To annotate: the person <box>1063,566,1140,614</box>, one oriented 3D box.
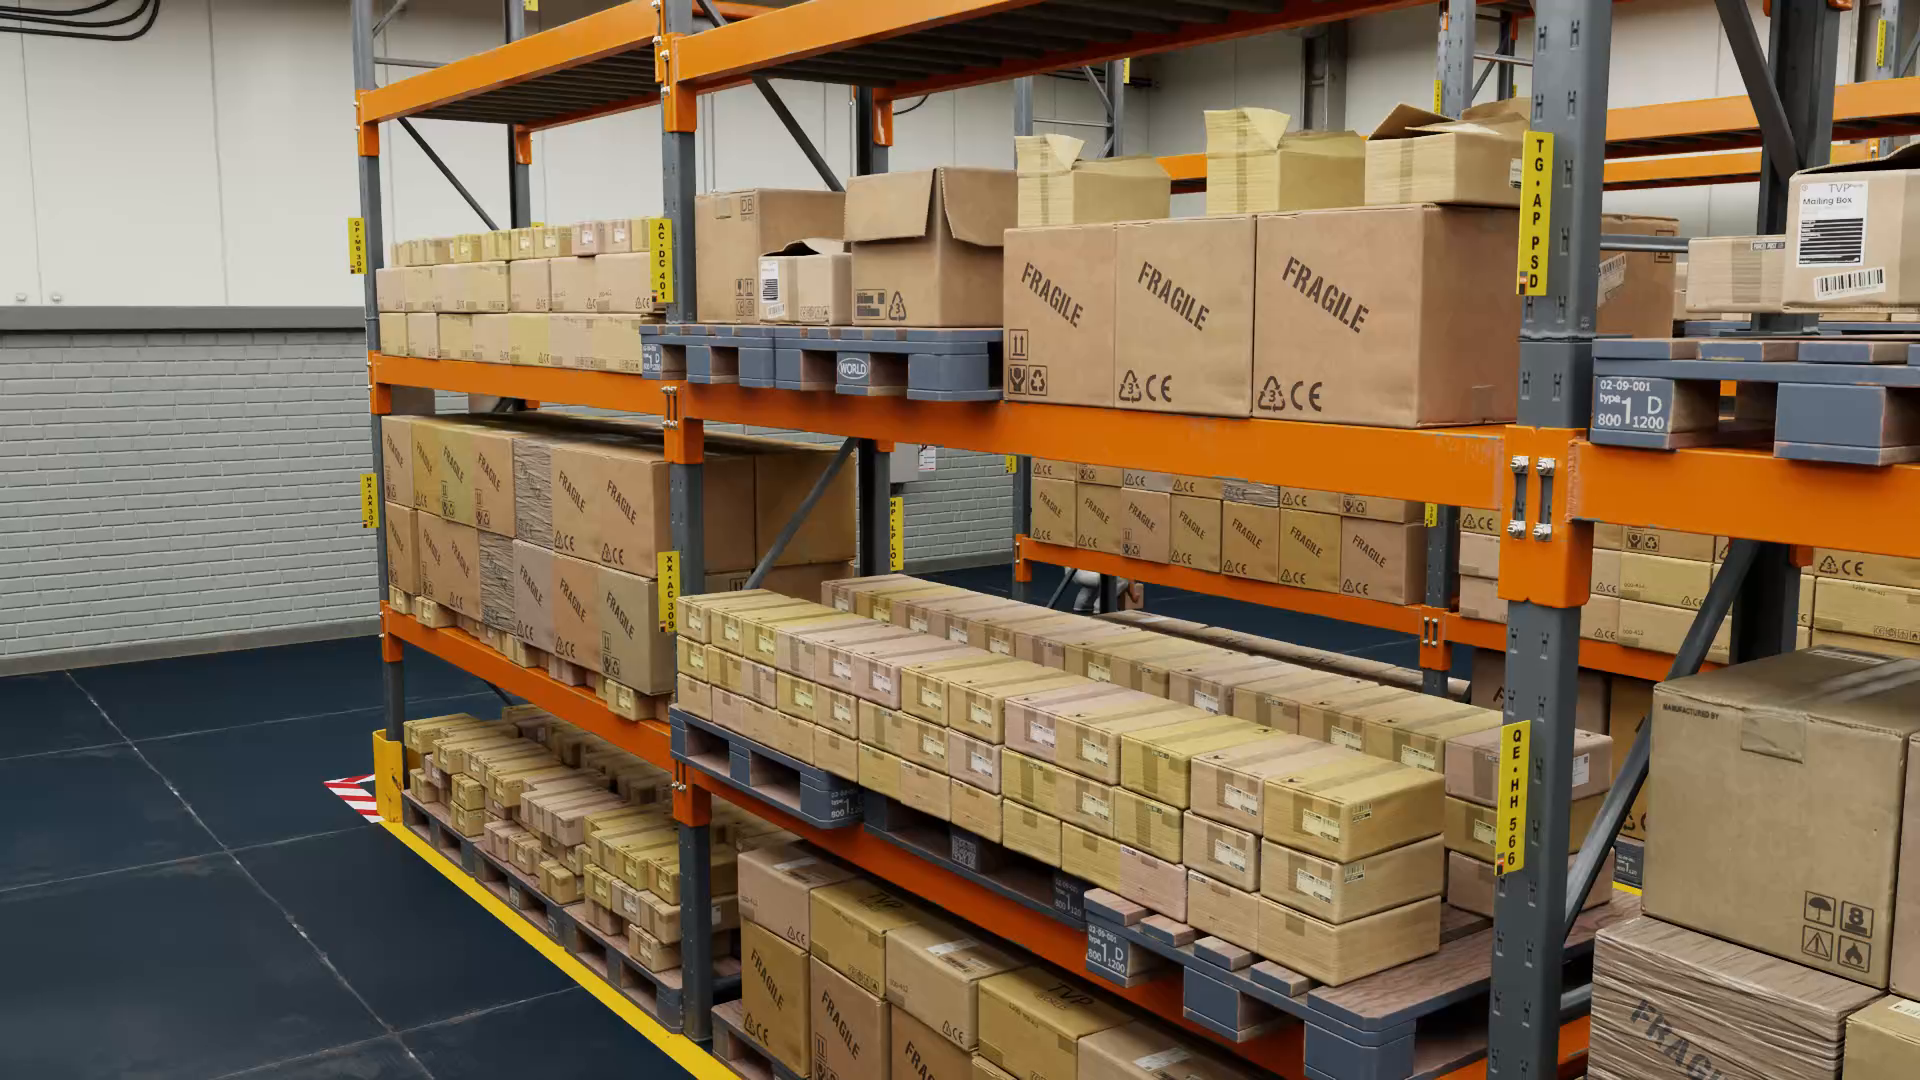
[{"bbox_3d":[1.465,0.314,17.042,0.841,0.850,0.515,-6,10,-36],"label":"person"}]
